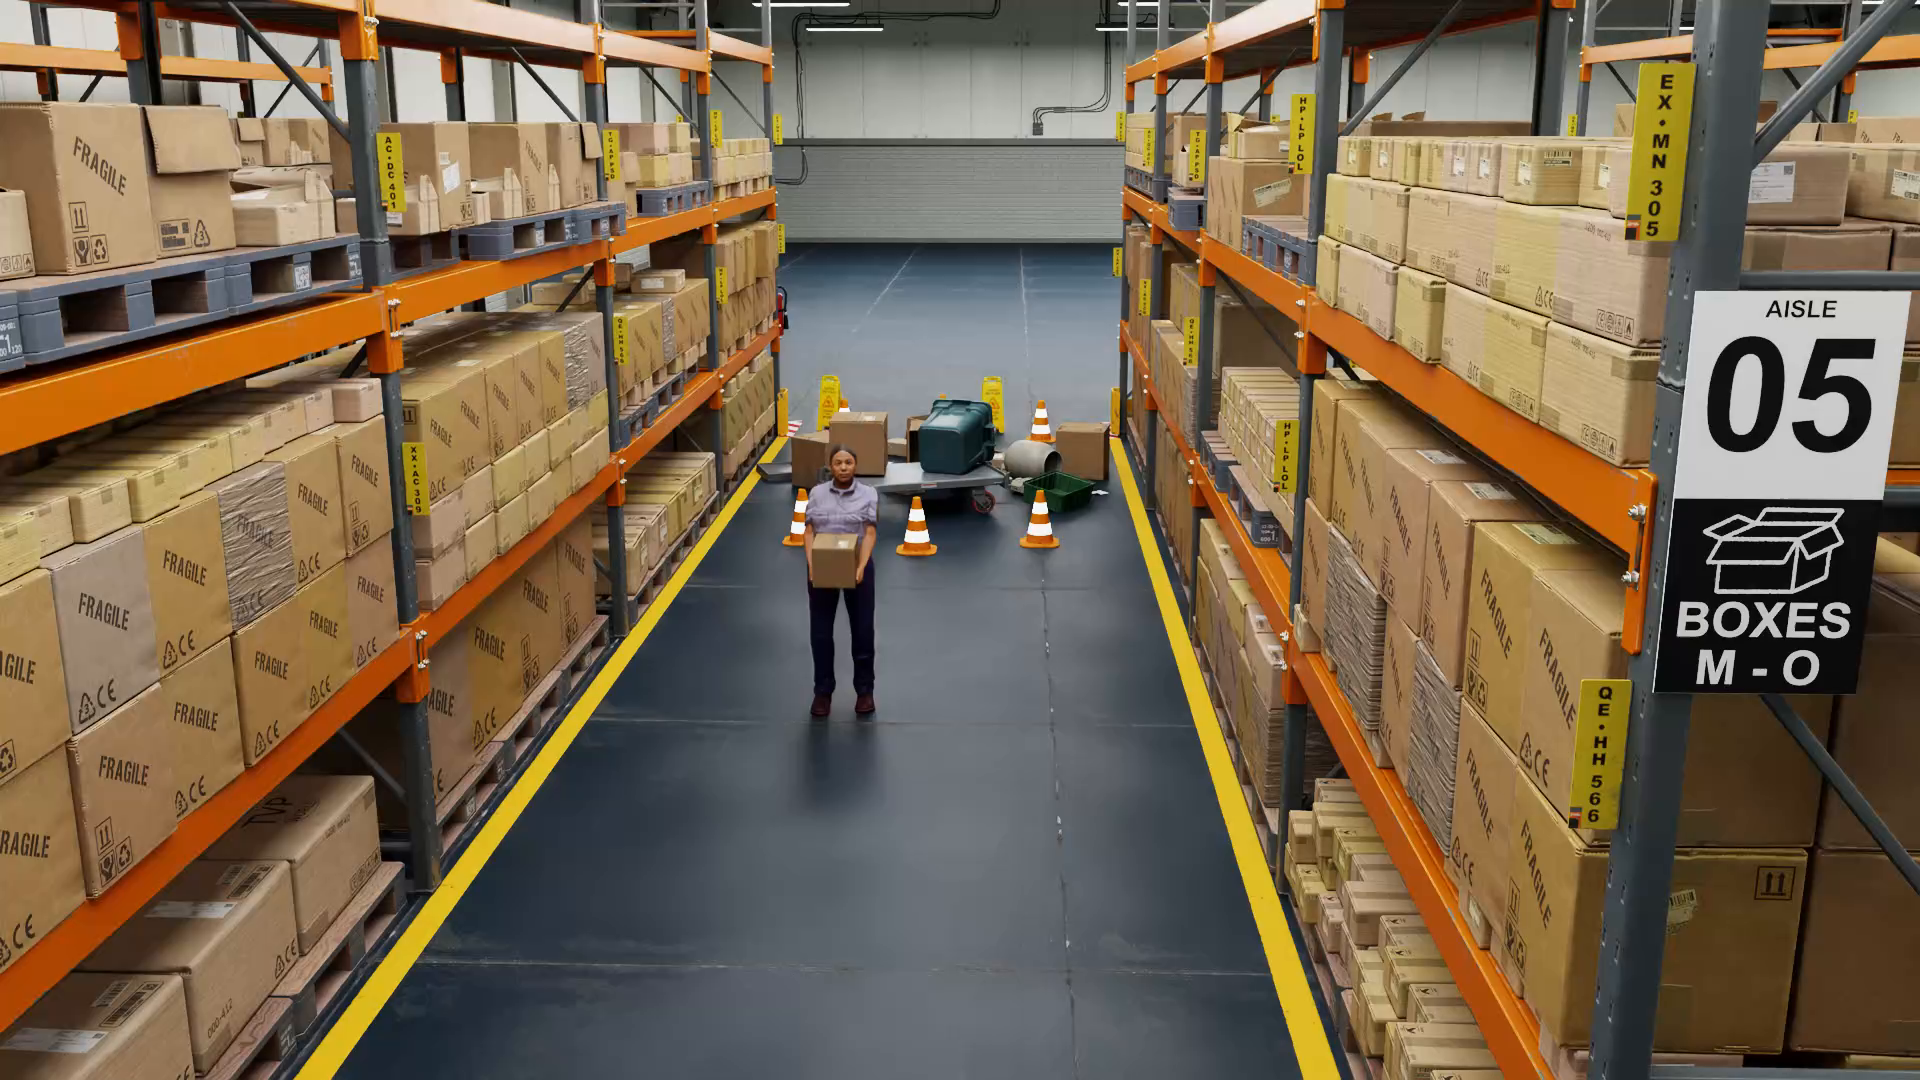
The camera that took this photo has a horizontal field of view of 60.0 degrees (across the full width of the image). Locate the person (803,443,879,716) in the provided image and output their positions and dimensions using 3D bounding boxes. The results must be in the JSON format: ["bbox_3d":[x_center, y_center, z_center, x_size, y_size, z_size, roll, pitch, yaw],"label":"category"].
[{"bbox_3d":[-0.722,0.249,10.061,0.453,1.637,0.519,1,14,3],"label":"person"}]
